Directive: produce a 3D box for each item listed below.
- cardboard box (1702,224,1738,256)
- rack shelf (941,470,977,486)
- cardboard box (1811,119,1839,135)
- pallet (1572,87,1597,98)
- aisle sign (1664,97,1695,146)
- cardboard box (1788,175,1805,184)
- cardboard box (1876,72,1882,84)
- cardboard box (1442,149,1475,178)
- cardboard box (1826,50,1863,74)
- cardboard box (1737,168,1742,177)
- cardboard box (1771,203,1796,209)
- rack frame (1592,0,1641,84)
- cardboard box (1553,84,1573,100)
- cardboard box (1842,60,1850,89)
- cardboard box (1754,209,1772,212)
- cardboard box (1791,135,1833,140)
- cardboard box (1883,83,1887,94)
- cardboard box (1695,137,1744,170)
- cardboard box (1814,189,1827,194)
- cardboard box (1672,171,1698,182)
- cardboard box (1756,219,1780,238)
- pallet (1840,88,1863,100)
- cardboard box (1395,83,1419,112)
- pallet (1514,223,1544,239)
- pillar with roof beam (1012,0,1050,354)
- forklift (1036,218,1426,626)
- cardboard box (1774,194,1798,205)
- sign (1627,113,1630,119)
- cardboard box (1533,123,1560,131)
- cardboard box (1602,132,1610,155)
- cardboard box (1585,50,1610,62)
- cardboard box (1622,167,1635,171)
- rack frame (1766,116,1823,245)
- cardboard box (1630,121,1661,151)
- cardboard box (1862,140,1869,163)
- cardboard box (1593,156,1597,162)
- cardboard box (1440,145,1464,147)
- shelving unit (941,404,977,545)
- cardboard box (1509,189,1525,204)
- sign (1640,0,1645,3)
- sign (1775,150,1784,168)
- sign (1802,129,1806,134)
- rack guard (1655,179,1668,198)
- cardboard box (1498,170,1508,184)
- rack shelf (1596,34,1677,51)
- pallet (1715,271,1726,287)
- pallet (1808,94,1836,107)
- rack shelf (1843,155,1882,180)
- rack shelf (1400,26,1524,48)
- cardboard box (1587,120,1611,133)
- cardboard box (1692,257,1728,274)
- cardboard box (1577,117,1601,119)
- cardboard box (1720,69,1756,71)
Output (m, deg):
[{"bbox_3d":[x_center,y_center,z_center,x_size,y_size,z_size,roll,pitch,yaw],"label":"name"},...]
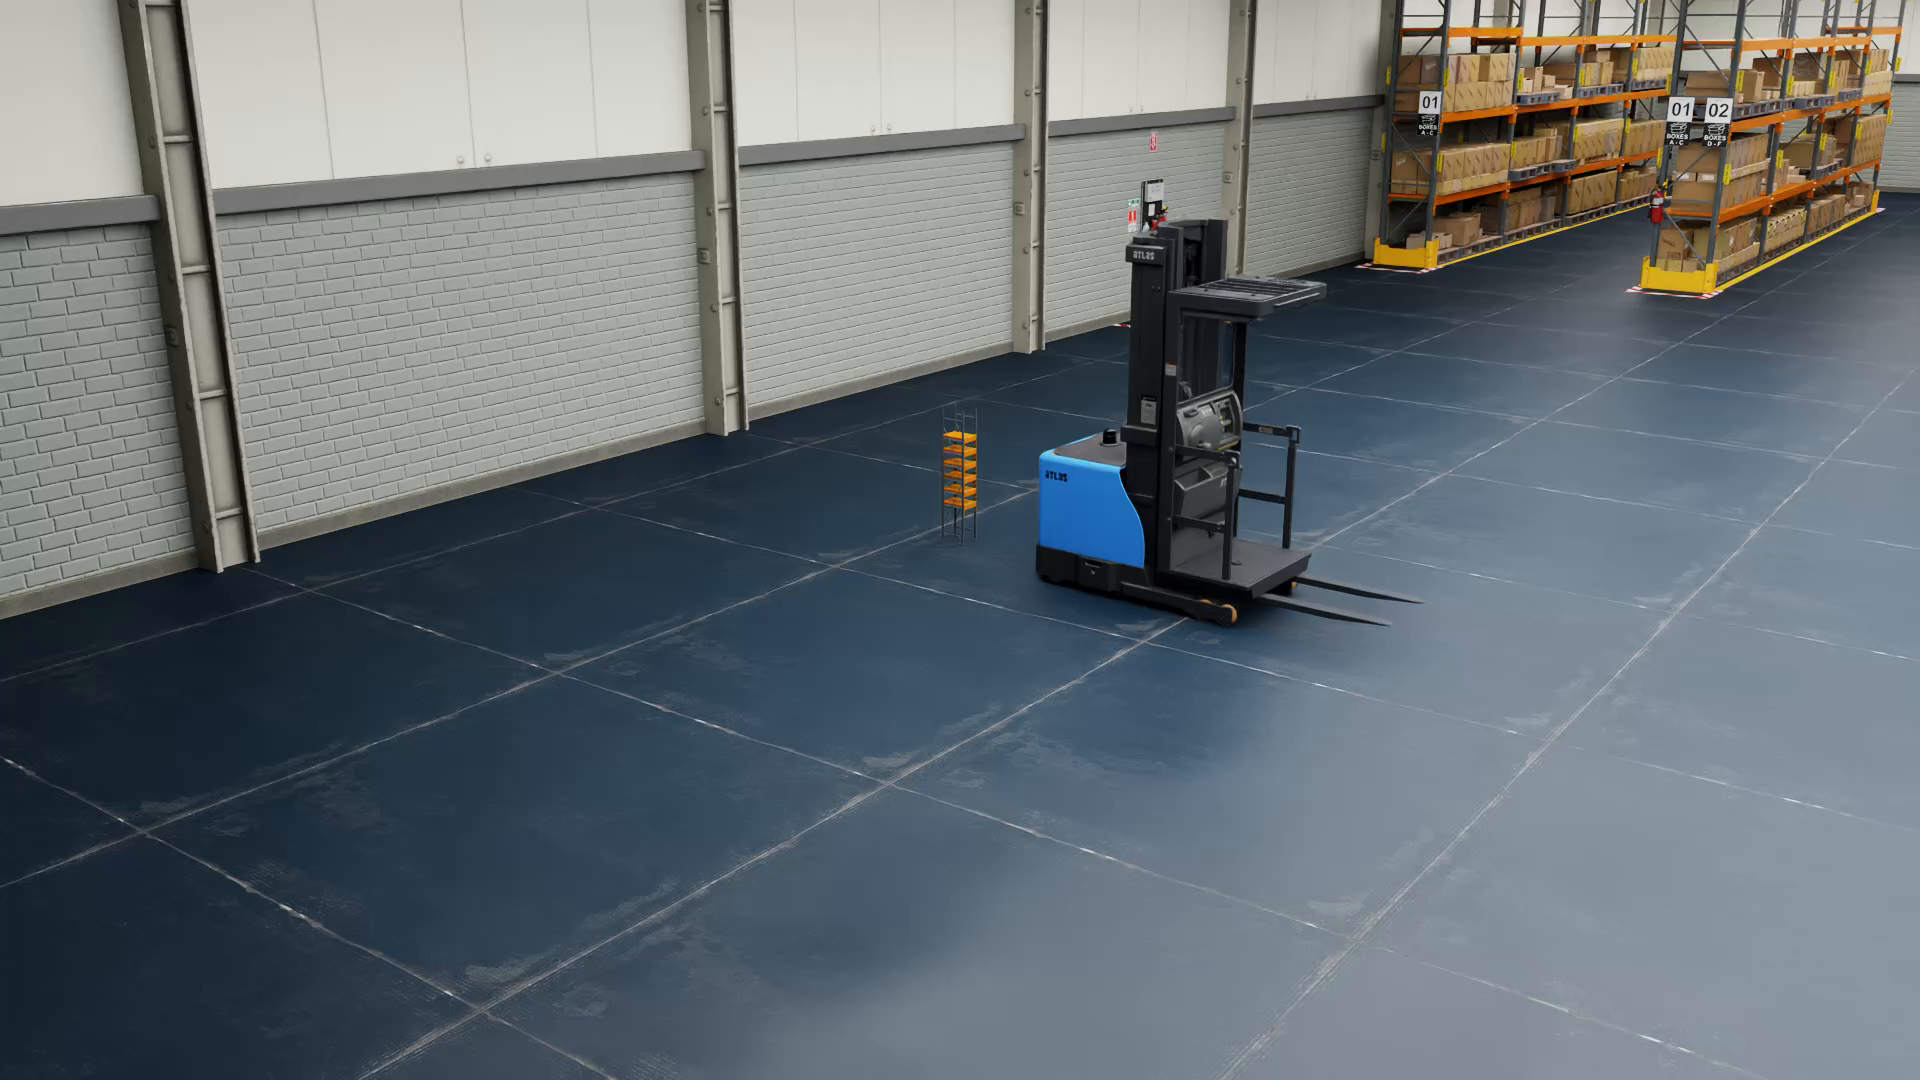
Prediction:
[{"bbox_3d":[13.445,-5.329,29.512,0.500,0.500,0.500,12,21,35],"label":"cardboard box"},{"bbox_3d":[-0.009,-0.527,14.568,0.258,0.103,0.180,12,21,35],"label":"rack shelf"},{"bbox_3d":[19.607,-9.304,37.793,0.500,0.500,0.500,13,21,35],"label":"cardboard box"},{"bbox_3d":[13.490,-10.040,37.276,1.213,0.211,1.003,14,22,37],"label":"pallet"},{"bbox_3d":[12.088,-7.033,27.948,0.394,0.787,0.004,12,21,35],"label":"aisle sign"},{"bbox_3d":[16.816,-7.277,33.543,0.380,0.149,0.250,12,21,35],"label":"cardboard box"},{"bbox_3d":[20.904,-10.640,38.301,0.500,0.250,0.500,12,21,35],"label":"cardboard box"},{"bbox_3d":[9.524,-7.224,31.902,0.500,0.500,0.500,12,21,33],"label":"cardboard box"},{"bbox_3d":[19.772,-10.693,37.208,0.700,0.500,0.500,12,21,35],"label":"cardboard box"},{"bbox_3d":[13.536,-6.475,29.274,0.380,0.149,0.250,12,21,34],"label":"cardboard box"},{"bbox_3d":[17.499,-6.941,35.509,0.500,0.500,0.500,13,22,37],"label":"cardboard box"},{"bbox_3d":[15.533,-12.352,39.347,1.000,3.000,0.127,12,21,35],"label":"rack frame"},{"bbox_3d":[12.937,-9.715,36.029,0.500,0.311,0.500,12,21,35],"label":"cardboard box"},{"bbox_3d":[19.154,-10.234,36.540,0.600,0.600,0.600,10,20,30],"label":"cardboard box"},{"bbox_3d":[16.276,-6.616,33.973,0.500,0.311,0.500,12,21,33],"label":"cardboard box"},{"bbox_3d":[18.693,-8.613,36.544,0.500,0.500,0.700,-16,23,-42],"label":"cardboard box"},{"bbox_3d":[21.496,-10.640,39.145,0.500,0.250,0.500,12,21,35],"label":"cardboard box"},{"bbox_3d":[13.292,-6.790,29.195,0.700,0.500,0.500,13,21,35],"label":"cardboard box"},{"bbox_3d":[19.625,-7.815,38.325,0.500,0.500,0.500,12,21,35],"label":"cardboard box"},{"bbox_3d":[12.438,-6.237,28.508,0.380,0.149,0.250,12,21,34],"label":"cardboard box"},{"bbox_3d":[15.495,-6.035,32.104,0.500,0.311,0.500,12,21,34],"label":"cardboard box"},{"bbox_3d":[19.068,-9.813,36.544,1.213,0.211,1.003,12,21,35],"label":"pallet"},{"bbox_3d":[8.428,-8.263,31.035,0.500,0.500,0.500,14,22,39],"label":"cardboard box"},{"bbox_3d":[11.955,-6.728,36.052,1.003,0.211,1.213,12,21,35],"label":"pallet"},{"bbox_3d":[4.412,-6.195,19.519,9.100,9.000,0.400,12,21,35],"label":"pillar with roof beam"},{"bbox_3d":[2.102,-0.923,12.772,3.031,2.935,1.130,13,21,35],"label":"forklift"},{"bbox_3d":[17.529,-7.313,35.444,0.500,0.250,0.500,13,22,37],"label":"cardboard box"},{"bbox_3d":[17.474,-10.991,43.485,0.100,0.325,0.005,12,21,35],"label":"sign"},{"bbox_3d":[13.211,-9.246,37.491,0.500,0.250,0.500,13,22,36],"label":"cardboard box"},{"bbox_3d":[14.858,-9.291,38.900,0.500,0.500,0.500,12,21,35],"label":"cardboard box"},{"bbox_3d":[14.903,-11.349,39.000,0.500,0.250,0.500,14,22,39],"label":"cardboard box"},{"bbox_3d":[17.042,-9.457,42.552,0.380,0.149,0.250,13,21,35],"label":"cardboard box"},{"bbox_3d":[17.130,-7.660,34.353,1.000,3.000,0.127,12,21,35],"label":"rack frame"},{"bbox_3d":[17.196,-10.285,42.299,0.980,0.700,0.700,12,21,34],"label":"cardboard box"},{"bbox_3d":[20.638,-8.975,38.419,0.500,0.500,0.500,12,21,34],"label":"cardboard box"},{"bbox_3d":[14.599,-8.890,38.704,0.380,0.149,0.250,13,22,36],"label":"cardboard box"},{"bbox_3d":[9.706,-7.563,32.994,0.500,0.500,0.500,13,22,36],"label":"cardboard box"},{"bbox_3d":[-0.009,-0.570,14.555,0.258,1.200,0.189,12,21,35],"label":"shelving unit"},{"bbox_3d":[11.758,-7.365,35.610,0.500,0.250,0.500,12,21,33],"label":"cardboard box"},{"bbox_3d":[15.976,-12.743,38.897,0.100,0.325,0.005,12,21,35],"label":"sign"},{"bbox_3d":[15.193,-7.061,30.830,0.100,0.325,0.005,12,21,35],"label":"sign"},{"bbox_3d":[19.073,-9.120,37.595,0.100,0.325,0.005,12,21,35],"label":"sign"},{"bbox_3d":[17.930,-9.252,43.694,1.175,0.500,0.348,12,21,35],"label":"rack guard"},{"bbox_3d":[10.727,-7.353,33.585,0.500,0.250,0.500,12,21,35],"label":"cardboard box"},{"bbox_3d":[16.724,-12.294,41.047,1.077,0.370,4.000,12,21,35],"label":"rack shelf"},{"bbox_3d":[12.785,-4.613,29.241,1.003,0.211,1.213,12,21,35],"label":"pallet"},{"bbox_3d":[16.797,-8.825,33.365,1.213,0.211,1.003,14,22,37],"label":"pallet"},{"bbox_3d":[20.705,-8.746,39.062,1.077,0.370,4.000,12,21,35],"label":"rack shelf"},{"bbox_3d":[9.574,-9.625,31.785,1.077,0.370,4.000,12,21,35],"label":"rack shelf"},{"bbox_3d":[14.844,-9.647,38.782,0.500,0.250,0.500,13,21,36],"label":"cardboard box"},{"bbox_3d":[13.156,-4.850,29.233,0.500,0.250,0.500,12,21,35],"label":"cardboard box"},{"bbox_3d":[15.049,-9.981,39.859,0.500,0.250,0.500,13,22,36],"label":"cardboard box"},{"bbox_3d":[14.235,-8.382,30.506,0.500,0.500,0.500,15,22,39],"label":"cardboard box"}]
